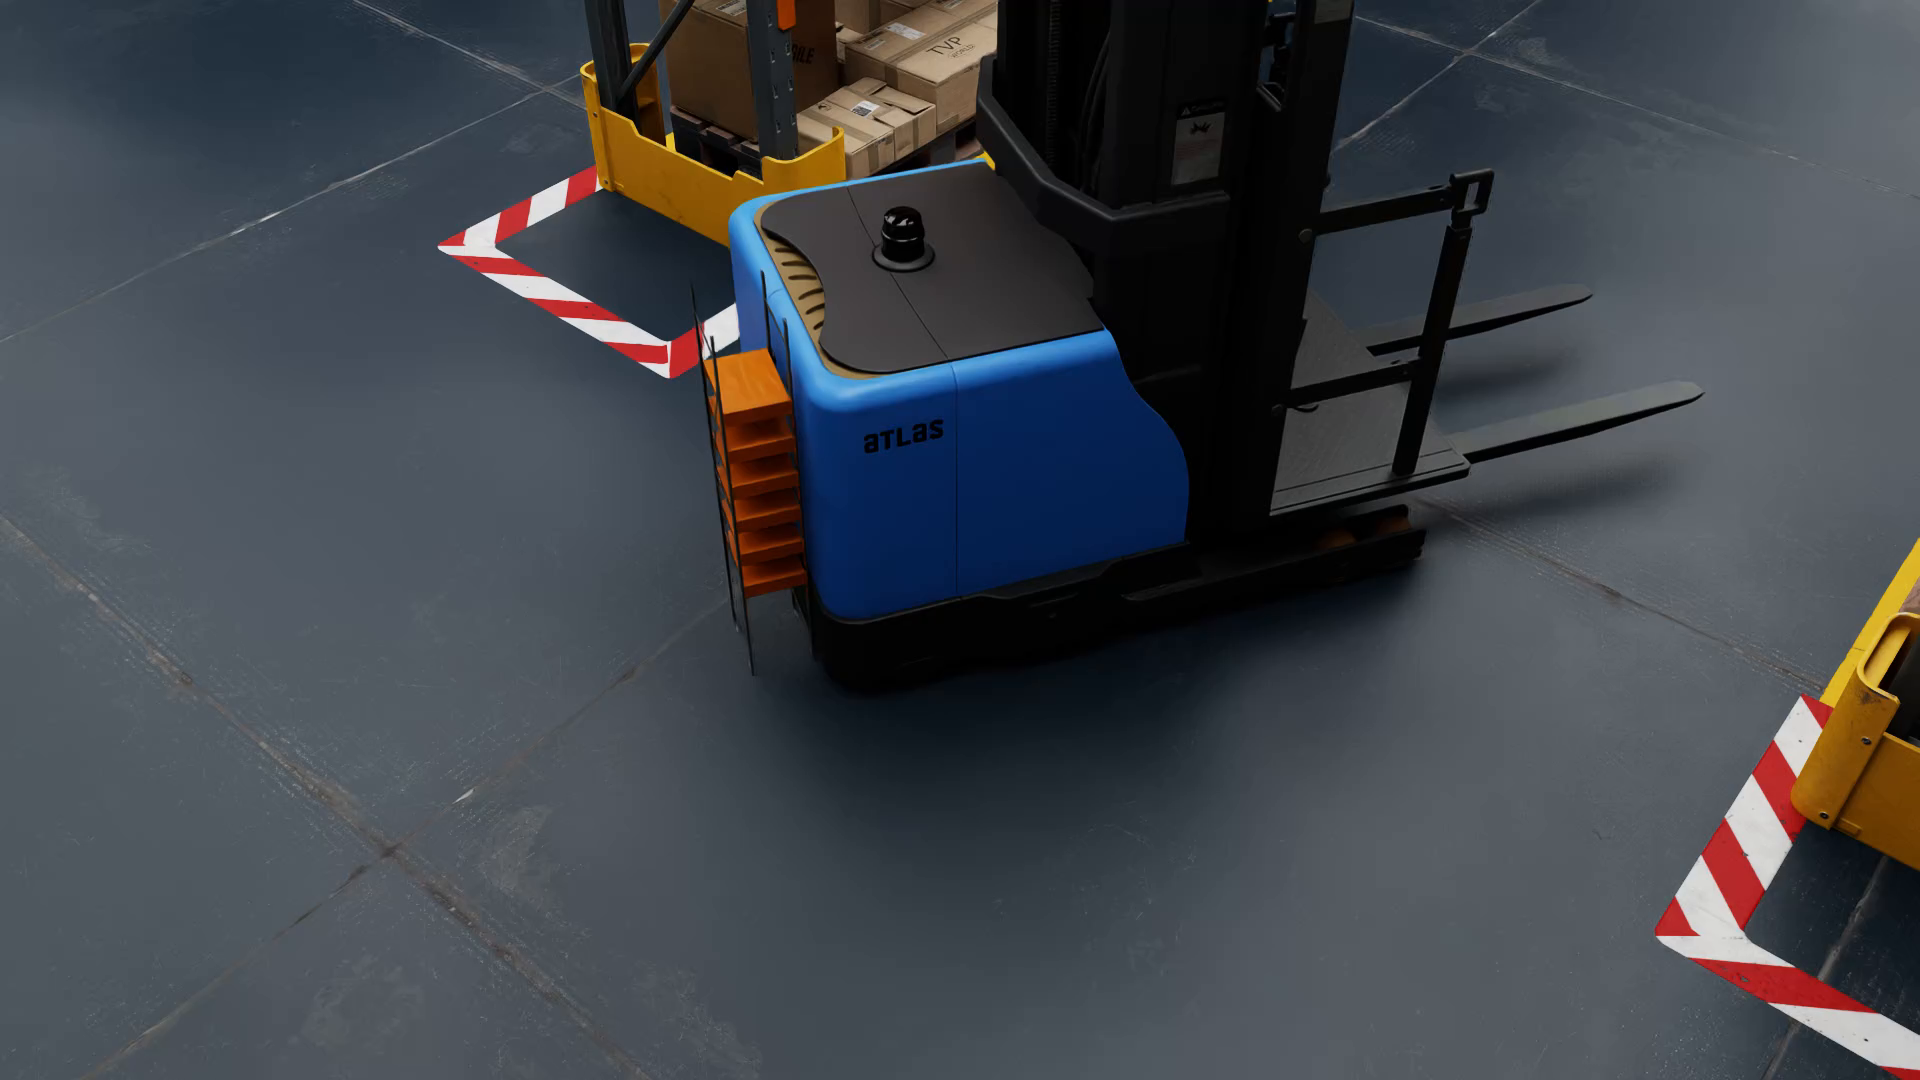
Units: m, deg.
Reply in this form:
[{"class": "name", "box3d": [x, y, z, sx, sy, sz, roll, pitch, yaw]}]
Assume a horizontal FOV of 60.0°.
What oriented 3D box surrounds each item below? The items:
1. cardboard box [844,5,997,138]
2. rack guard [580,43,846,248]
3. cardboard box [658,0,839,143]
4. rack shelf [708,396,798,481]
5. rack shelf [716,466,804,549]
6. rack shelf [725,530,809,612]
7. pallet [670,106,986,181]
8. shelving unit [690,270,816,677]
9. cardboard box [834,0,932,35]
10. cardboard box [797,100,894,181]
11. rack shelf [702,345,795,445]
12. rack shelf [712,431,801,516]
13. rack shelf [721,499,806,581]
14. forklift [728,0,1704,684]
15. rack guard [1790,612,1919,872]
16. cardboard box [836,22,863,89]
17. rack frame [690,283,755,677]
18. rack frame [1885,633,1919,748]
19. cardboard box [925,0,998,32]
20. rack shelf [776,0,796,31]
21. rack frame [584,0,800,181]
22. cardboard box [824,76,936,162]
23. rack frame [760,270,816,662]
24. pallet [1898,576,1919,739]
[{"class": "cardboard box", "box3d": [-0.123, -1.946, 6.877, 0.500, 0.250, 0.500, 29, 50, 28]}, {"class": "rack guard", "box3d": [-0.963, -1.500, 6.528, 1.175, 0.500, 0.348, 29, 50, 28]}, {"class": "cardboard box", "box3d": [-0.851, -2.011, 6.763, 0.500, 0.500, 0.500, 29, 50, 28]}, {"class": "rack shelf", "box3d": [-0.550, -0.289, 4.385, 0.180, 0.103, 0.258, -13, 44, -14]}, {"class": "rack shelf", "box3d": [-0.550, -0.112, 4.547, 0.180, 0.103, 0.258, -13, 44, -14]}, {"class": "rack shelf", "box3d": [-0.550, 0.066, 4.708, 0.180, 0.103, 0.258, -13, 44, -14]}, {"class": "pallet", "box3d": [-0.451, -1.804, 7.078, 1.003, 0.211, 1.213, 29, 50, 28]}, {"class": "shelving unit", "box3d": [-0.550, -0.144, 4.517, 0.189, 1.200, 0.258, -13, 44, -14]}, {"class": "cardboard box", "box3d": [-0.217, -2.394, 7.370, 0.500, 0.250, 0.500, 29, 50, 28]}, {"class": "cardboard box", "box3d": [-0.480, -1.561, 6.529, 0.380, 0.149, 0.250, 29, 50, 28]}, {"class": "rack shelf", "box3d": [-0.550, -0.378, 4.305, 0.180, 0.103, 0.258, -13, 44, -14]}, {"class": "rack shelf", "box3d": [-0.550, -0.200, 4.466, 0.180, 0.103, 0.258, -13, 44, -14]}, {"class": "rack shelf", "box3d": [-0.550, -0.023, 4.628, 0.180, 0.103, 0.258, -13, 44, -14]}, {"class": "forklift", "box3d": [0.902, -1.276, 4.474, 3.031, 2.935, 1.130, -13, 44, -14]}, {"class": "rack guard", "box3d": [2.766, 0.694, 4.115, 1.175, 0.500, 0.348, 29, 50, 28]}, {"class": "cardboard box", "box3d": [-0.521, -2.057, 7.061, 0.380, 0.166, 0.250, 29, 50, 28]}, {"class": "rack frame", "box3d": [-0.637, -0.124, 4.495, 0.006, 1.200, 0.240, -13, 44, -14]}, {"class": "rack frame", "box3d": [2.782, -0.243, 3.288, 1.000, 3.000, 0.127, 29, 50, 28]}, {"class": "cardboard box", "box3d": [0.198, -2.204, 7.161, 0.500, 0.250, 0.500, 29, 50, 28]}, {"class": "rack shelf", "box3d": [0.275, -3.150, 7.019, 1.077, 0.370, 4.000, 29, 50, 28]}, {"class": "rack frame", "box3d": [-1.012, -2.386, 5.644, 1.000, 3.000, 0.127, 29, 50, 28]}, {"class": "cardboard box", "box3d": [-0.319, -1.696, 6.665, 0.380, 0.166, 0.250, 29, 50, 28]}, {"class": "rack frame", "box3d": [-0.464, -0.165, 4.539, 0.006, 1.200, 0.240, -13, 44, -14]}, {"class": "pallet", "box3d": [3.236, 0.343, 4.716, 1.003, 0.211, 1.213, 29, 50, 28]}]
